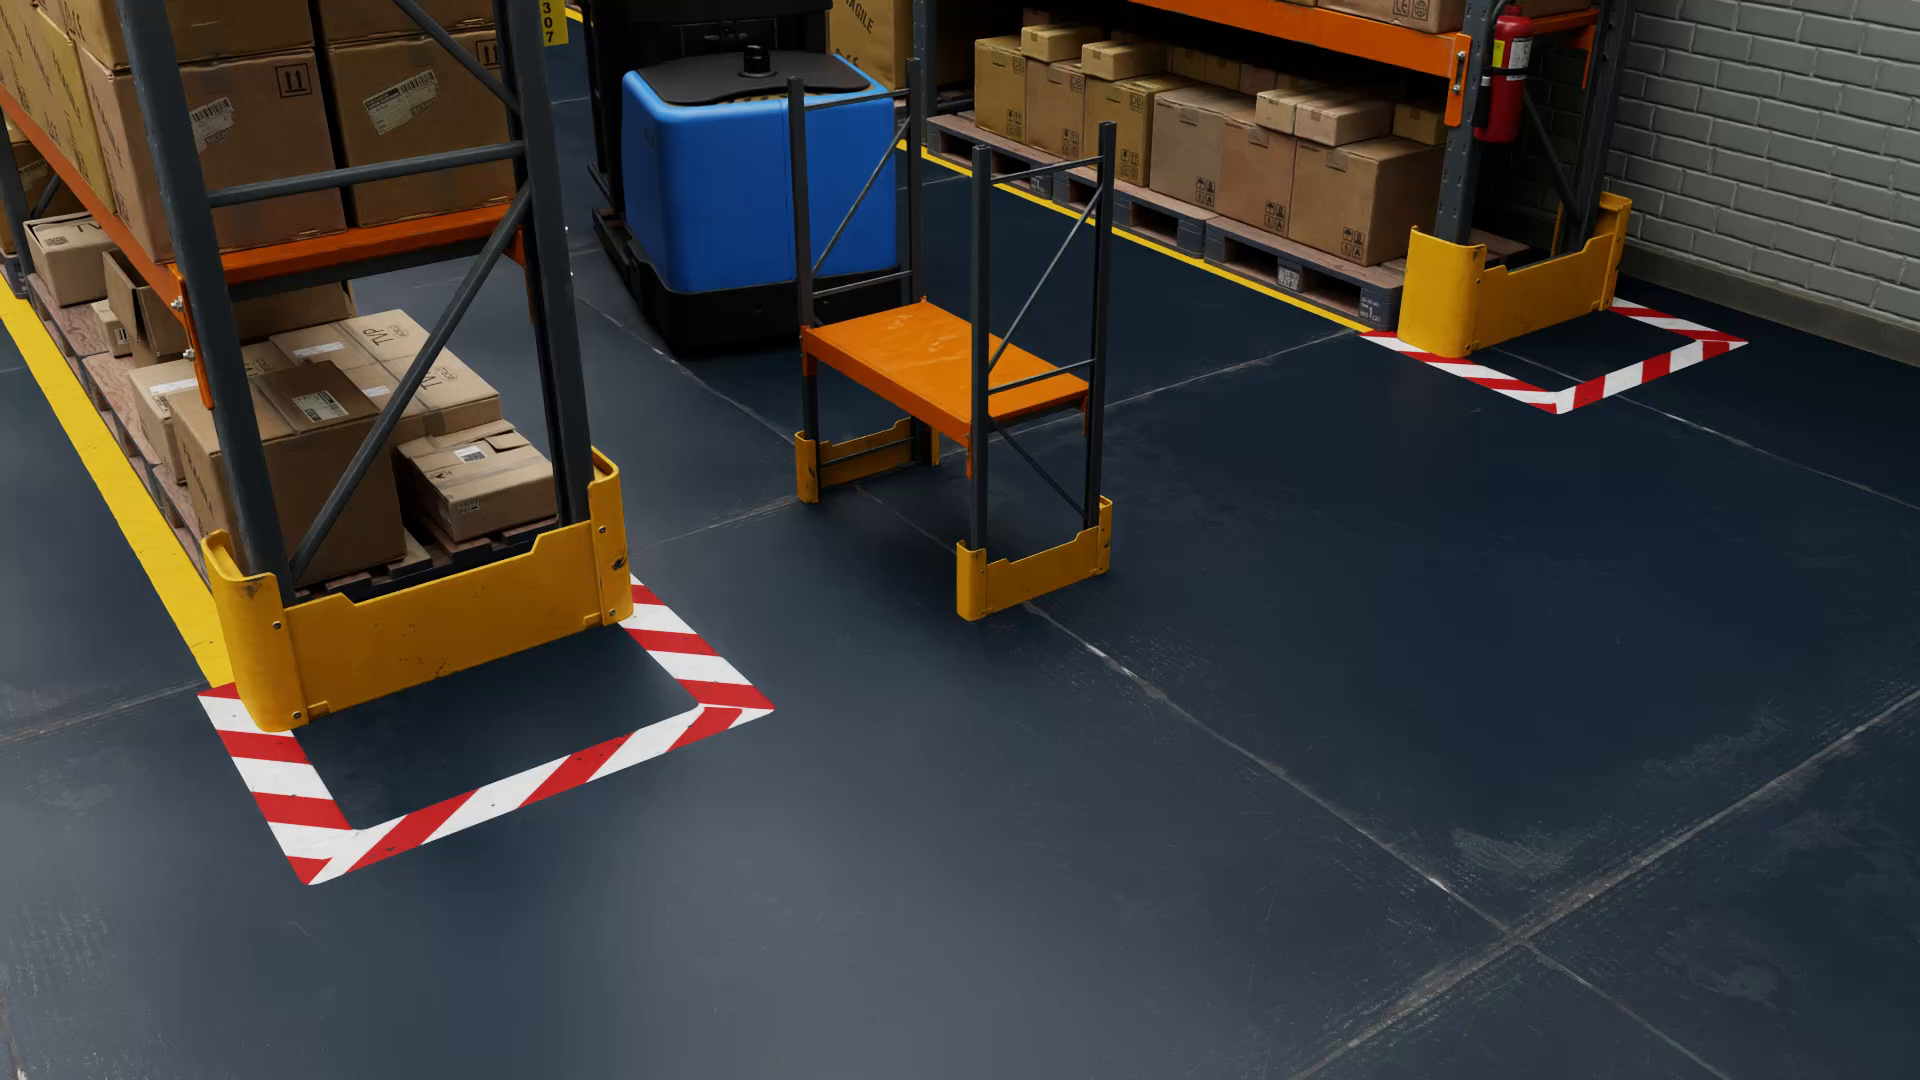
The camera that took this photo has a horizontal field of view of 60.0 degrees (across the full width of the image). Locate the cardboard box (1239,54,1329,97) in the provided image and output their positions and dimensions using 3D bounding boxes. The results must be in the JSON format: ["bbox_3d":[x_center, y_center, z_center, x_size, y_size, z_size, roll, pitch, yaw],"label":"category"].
[{"bbox_3d":[1.642,-2.343,8.421,0.380,0.149,0.250,-18,33,-30],"label":"cardboard box"}]

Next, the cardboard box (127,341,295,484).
[{"bbox_3d":[-2.594,-0.461,5.877,0.500,0.250,0.500,-19,34,-31],"label":"cardboard box"}]

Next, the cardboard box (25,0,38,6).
[{"bbox_3d":[-2.632,-1.932,5.012,0.500,0.500,0.500,-18,33,-29],"label":"cardboard box"}]

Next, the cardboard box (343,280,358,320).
[{"bbox_3d":[-2.875,-1.088,6.966,0.500,0.311,0.500,-19,34,-31],"label":"cardboard box"}]

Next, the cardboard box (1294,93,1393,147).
[{"bbox_3d":[1.771,-1.943,7.685,0.380,0.149,0.250,-19,34,-31],"label":"cardboard box"}]

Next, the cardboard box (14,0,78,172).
[{"bbox_3d":[-2.621,-1.494,5.254,0.500,0.500,0.500,-18,34,-30],"label":"cardboard box"}]

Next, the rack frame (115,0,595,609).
[{"bbox_3d":[-1.551,-0.955,4.366,1.000,3.000,0.127,-19,34,-31],"label":"rack frame"}]

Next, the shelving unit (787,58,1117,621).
[{"bbox_3d":[-0.044,-0.689,5.447,0.587,1.500,1.083,-19,34,-31],"label":"shelving unit"}]

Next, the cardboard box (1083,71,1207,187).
[{"bbox_3d":[1.096,-2.254,8.936,0.700,0.500,0.500,-18,33,-30],"label":"cardboard box"}]

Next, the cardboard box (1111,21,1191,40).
[{"bbox_3d":[1.050,-2.740,9.152,0.380,0.149,0.250,-20,34,-32],"label":"cardboard box"}]

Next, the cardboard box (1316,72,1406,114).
[{"bbox_3d":[1.935,-2.147,8.060,0.380,0.149,0.250,-19,34,-31],"label":"cardboard box"}]

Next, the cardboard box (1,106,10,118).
[{"bbox_3d":[-4.671,-1.912,8.286,0.500,0.500,0.500,-19,34,-30],"label":"cardboard box"}]

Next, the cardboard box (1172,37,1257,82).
[{"bbox_3d":[1.346,-2.542,8.786,0.380,0.149,0.250,-19,34,-31],"label":"cardboard box"}]

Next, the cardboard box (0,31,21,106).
[{"bbox_3d":[-3.210,-1.888,5.978,0.500,0.500,0.500,-19,34,-31],"label":"cardboard box"}]

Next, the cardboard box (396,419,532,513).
[{"bbox_3d":[-1.659,-0.259,5.591,0.380,0.166,0.250,-19,34,-31],"label":"cardboard box"}]

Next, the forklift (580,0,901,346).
[{"bbox_3d":[-1.255,-2.803,7.840,1.130,2.935,3.031,-10,30,-18],"label":"forklift"}]

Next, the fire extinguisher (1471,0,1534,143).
[{"bbox_3d":[2.193,-1.944,6.658,0.296,0.674,0.183,-19,34,-31],"label":"fire extinguisher"}]

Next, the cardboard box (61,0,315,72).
[{"bbox_3d":[-2.033,-1.536,4.282,0.500,0.500,0.500,-19,34,-31],"label":"cardboard box"}]

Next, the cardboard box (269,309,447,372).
[{"bbox_3d":[-2.216,-0.619,6.167,0.500,0.250,0.500,-19,34,-31],"label":"cardboard box"}]

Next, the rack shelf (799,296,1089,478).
[{"bbox_3d":[-0.049,-0.534,5.539,0.538,0.185,1.000,-19,34,-31],"label":"rack shelf"}]

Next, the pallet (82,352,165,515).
[{"bbox_3d":[-2.762,-0.543,6.529,1.003,0.211,1.213,-19,34,-31],"label":"pallet"}]

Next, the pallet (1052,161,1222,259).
[{"bbox_3d":[1.251,-1.866,8.965,1.003,0.211,1.213,-19,34,-31],"label":"pallet"}]

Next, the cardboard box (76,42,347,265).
[{"bbox_3d":[-2.033,-1.098,4.524,0.500,0.500,0.500,-18,33,-29],"label":"cardboard box"}]

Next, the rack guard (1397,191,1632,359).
[{"bbox_3d":[2.496,-1.220,7.473,1.175,0.500,0.348,-19,34,-31],"label":"rack guard"}]

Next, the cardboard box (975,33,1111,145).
[{"bbox_3d":[0.512,-2.650,9.666,0.700,0.500,0.500,-18,33,-30],"label":"cardboard box"}]

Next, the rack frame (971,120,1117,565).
[{"bbox_3d":[0.245,-0.495,5.089,0.500,1.500,0.032,-19,34,-31],"label":"rack frame"}]

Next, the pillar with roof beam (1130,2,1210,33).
[{"bbox_3d":[-2.235,-5.295,6.071,9.100,9.000,0.400,-19,34,-31],"label":"pillar with roof beam"}]

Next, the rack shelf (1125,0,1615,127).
[{"bbox_3d":[1.322,-2.790,8.497,1.077,0.370,4.000,-19,34,-31],"label":"rack shelf"}]

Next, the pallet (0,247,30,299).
[{"bbox_3d":[-4.374,-1.591,8.458,1.003,0.211,1.213,-19,34,-31],"label":"pallet"}]

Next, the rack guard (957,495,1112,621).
[{"bbox_3d":[0.245,0.054,5.388,0.587,0.250,0.087,-19,34,-31],"label":"rack guard"}]

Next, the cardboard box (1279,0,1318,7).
[{"bbox_3d":[1.747,-2.935,7.698,0.980,0.700,0.700,-19,34,-31],"label":"cardboard box"}]

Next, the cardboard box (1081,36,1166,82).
[{"bbox_3d":[0.865,-2.549,8.800,0.380,0.149,0.250,-20,34,-32],"label":"cardboard box"}]

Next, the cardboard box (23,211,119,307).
[{"bbox_3d":[-3.804,-1.299,7.356,0.500,0.311,0.500,-19,34,-31],"label":"cardboard box"}]

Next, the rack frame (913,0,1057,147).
[{"bbox_3d":[0.162,-3.883,9.757,1.000,3.000,0.127,-19,34,-31],"label":"rack frame"}]

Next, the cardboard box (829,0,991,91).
[{"bbox_3d":[-0.321,-3.340,10.569,0.750,0.750,0.750,-18,33,-30],"label":"cardboard box"}]

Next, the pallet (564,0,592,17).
[{"bbox_3d":[-2.611,-4.517,13.846,1.003,0.211,1.213,-19,34,-31],"label":"pallet"}]

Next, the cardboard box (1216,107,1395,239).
[{"bbox_3d":[1.704,-1.853,8.199,0.700,0.500,0.500,-19,34,-31],"label":"cardboard box"}]
